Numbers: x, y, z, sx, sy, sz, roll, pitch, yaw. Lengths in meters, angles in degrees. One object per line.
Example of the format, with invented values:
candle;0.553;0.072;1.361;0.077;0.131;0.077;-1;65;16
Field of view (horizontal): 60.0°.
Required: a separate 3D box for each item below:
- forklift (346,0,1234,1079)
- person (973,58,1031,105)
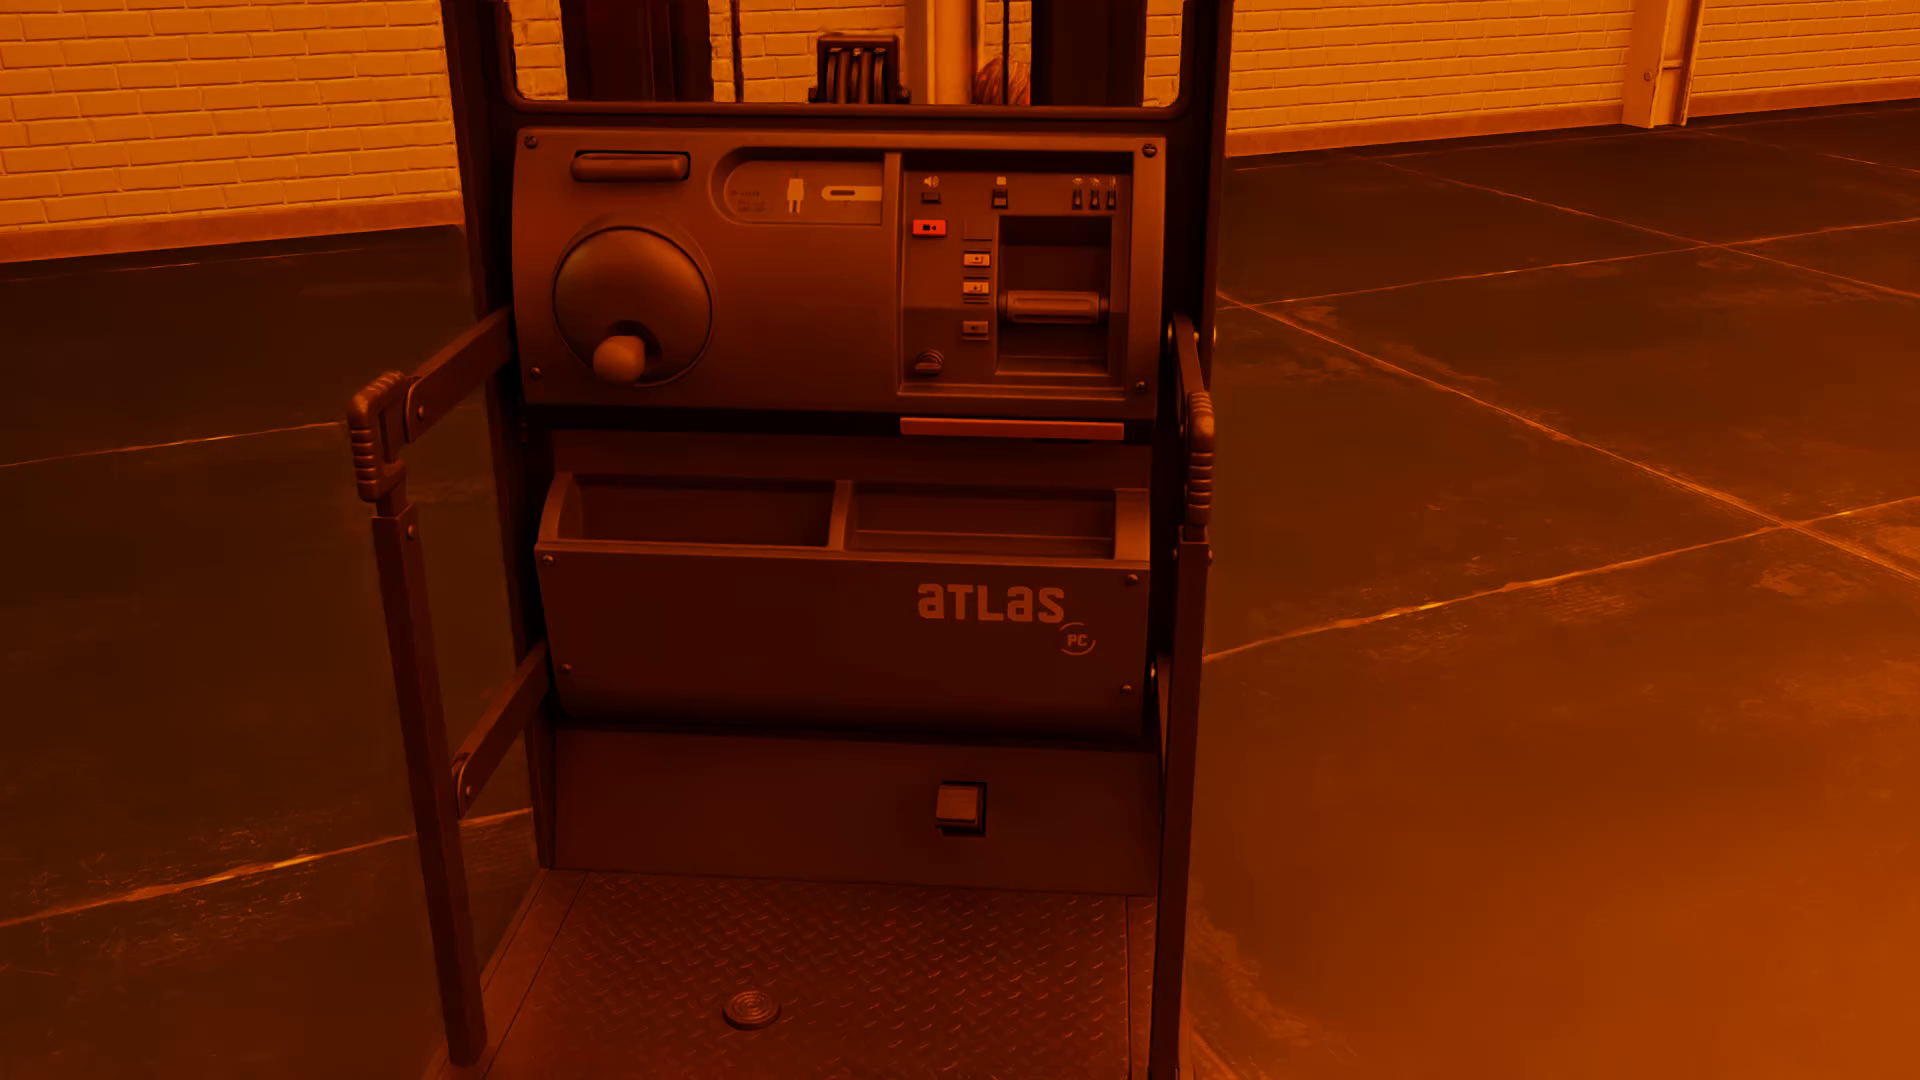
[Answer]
forklift;-0.192;-0.369;2.173;1.130;2.935;3.031;2;23;4
person;0.394;-0.678;4.869;0.804;1.420;0.984;-8;24;-19
